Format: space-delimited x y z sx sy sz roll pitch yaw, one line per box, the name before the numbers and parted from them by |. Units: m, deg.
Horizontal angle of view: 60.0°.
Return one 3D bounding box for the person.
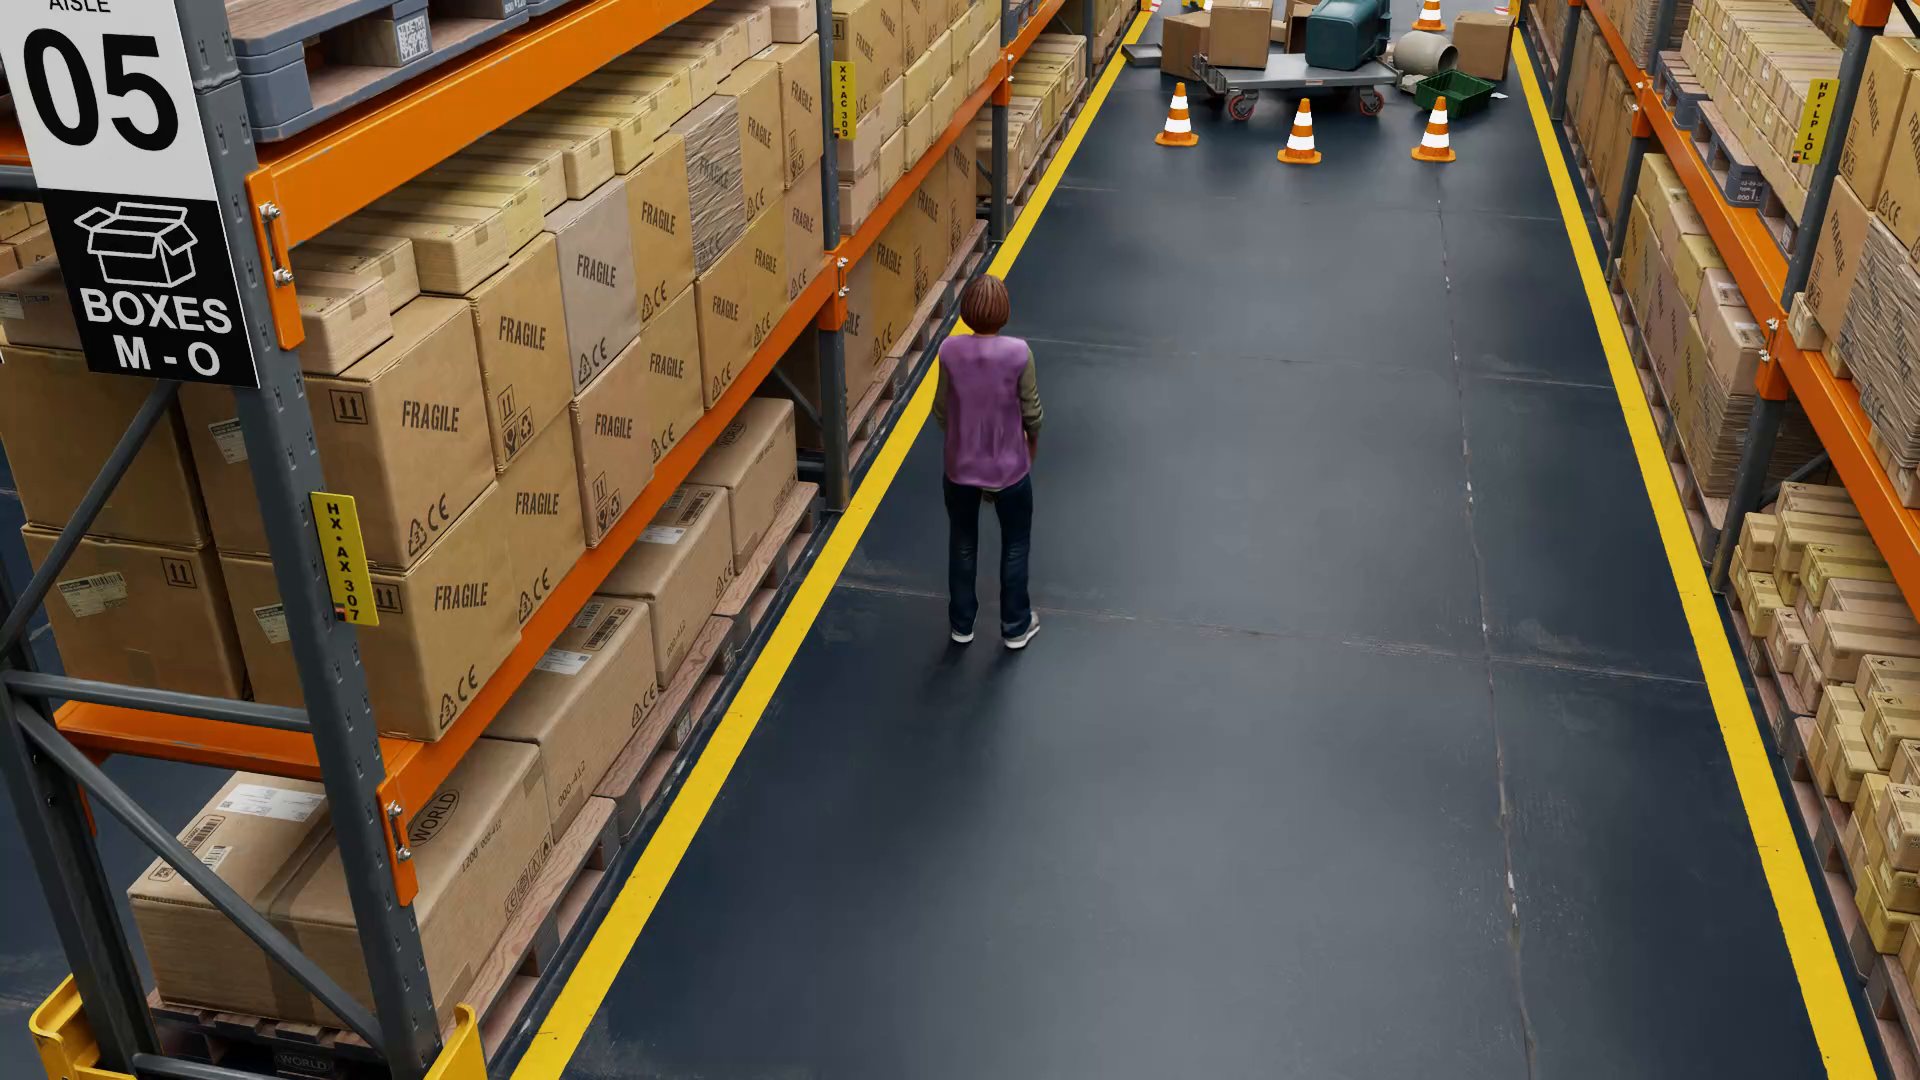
person | 0.112 -0.294 6.671 0.445 1.585 0.371 5 30 10
